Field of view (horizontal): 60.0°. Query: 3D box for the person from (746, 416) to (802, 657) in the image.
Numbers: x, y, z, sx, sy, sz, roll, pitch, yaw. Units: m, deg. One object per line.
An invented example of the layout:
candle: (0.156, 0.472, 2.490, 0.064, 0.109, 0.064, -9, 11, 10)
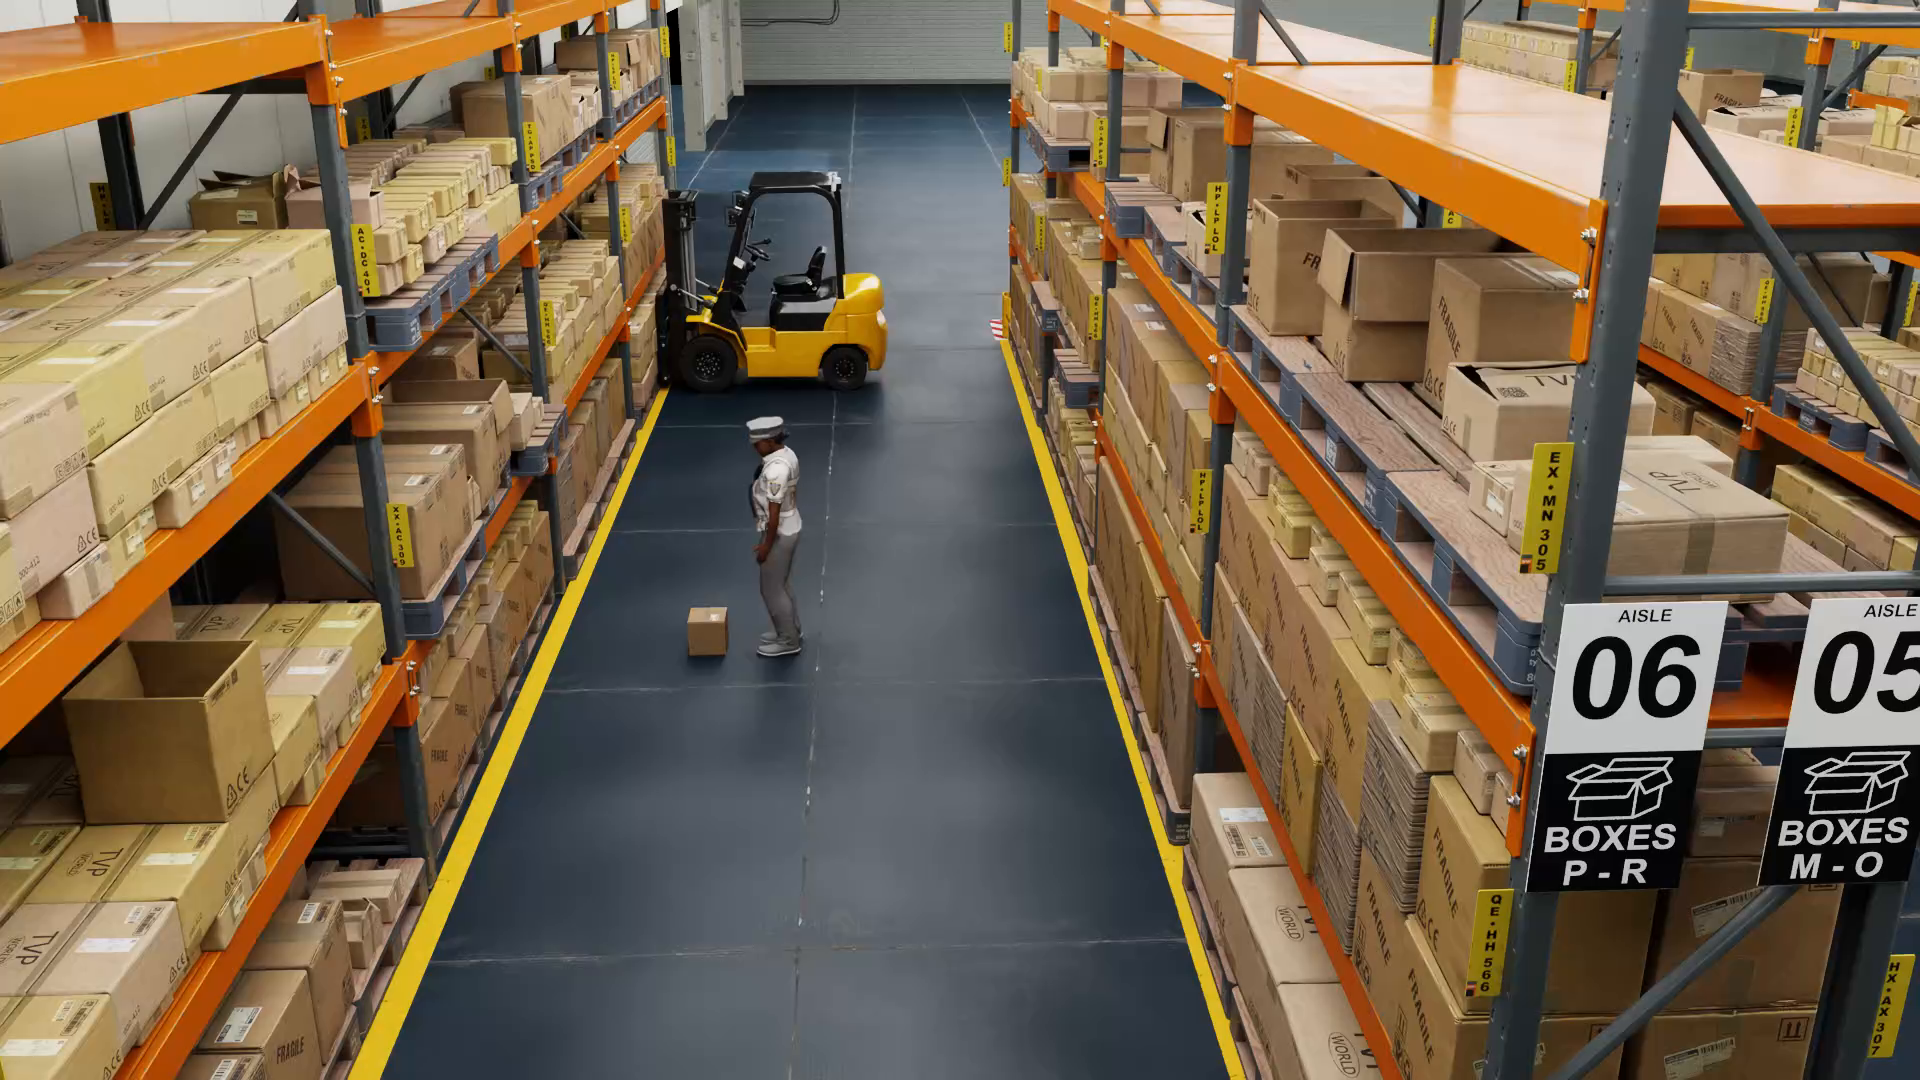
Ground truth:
person: (-1.230, -0.022, 11.170, 0.337, 1.656, 0.441, -1, 21, -2)
